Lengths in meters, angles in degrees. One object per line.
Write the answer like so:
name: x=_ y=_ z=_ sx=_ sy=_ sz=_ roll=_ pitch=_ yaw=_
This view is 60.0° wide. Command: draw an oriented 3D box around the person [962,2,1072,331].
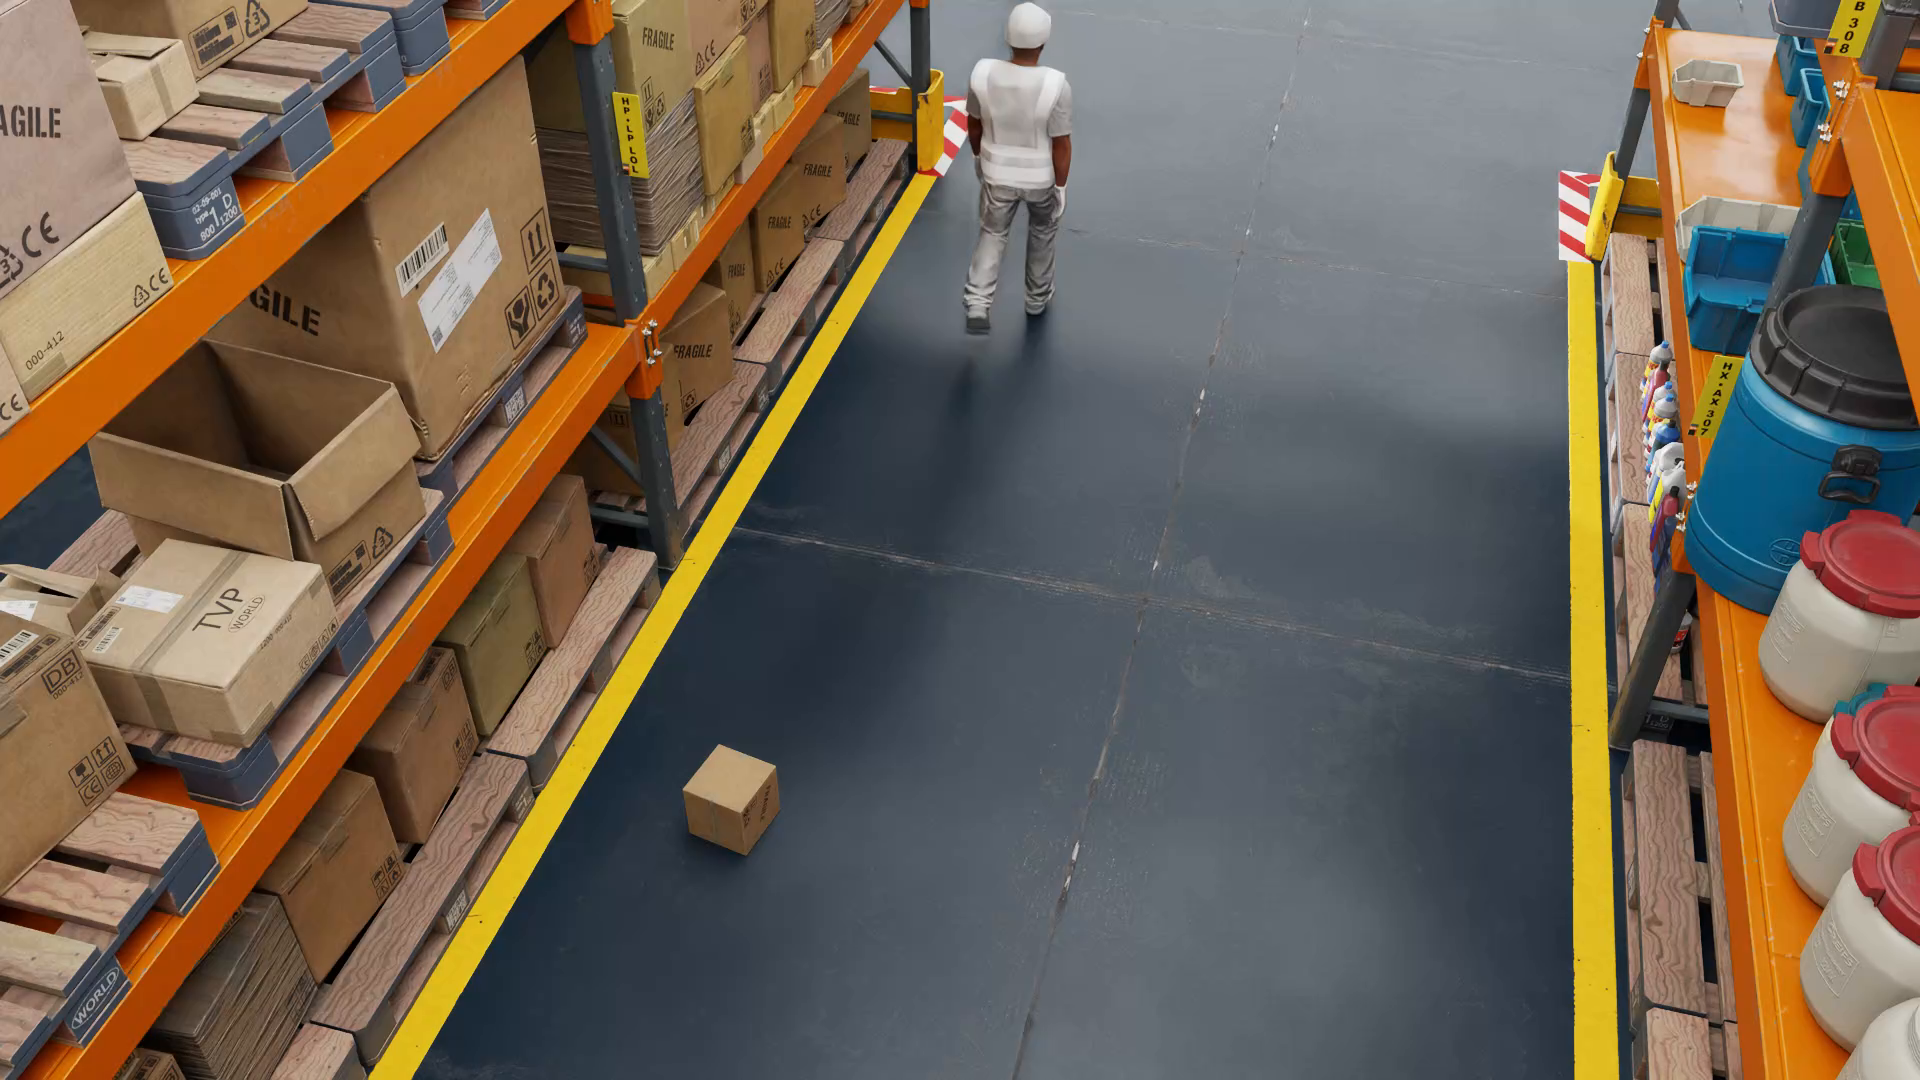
person: x=0.288 y=-1.811 z=8.245 sx=0.552 sy=1.762 sz=0.832 roll=11 pitch=42 yaw=13
